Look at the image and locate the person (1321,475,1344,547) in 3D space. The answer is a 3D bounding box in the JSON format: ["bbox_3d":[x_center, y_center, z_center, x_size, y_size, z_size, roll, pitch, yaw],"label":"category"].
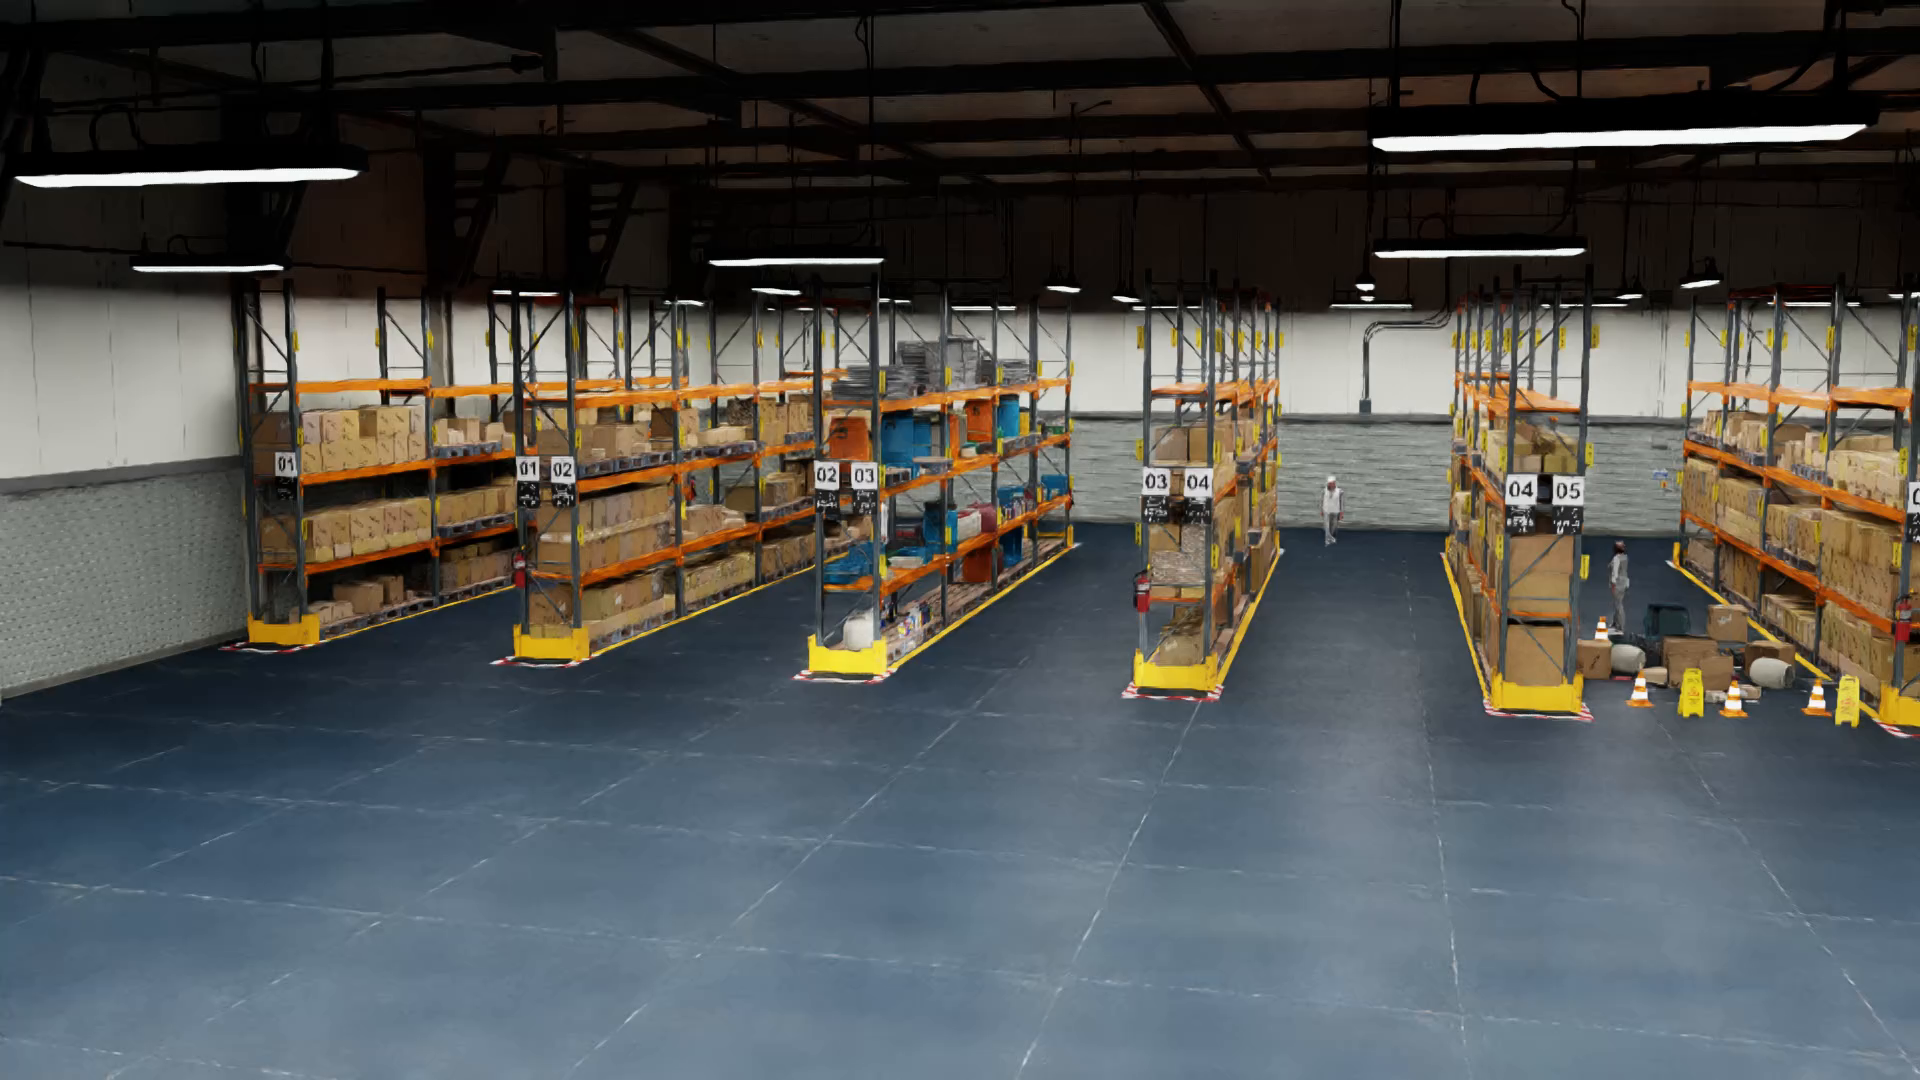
[{"bbox_3d":[9.105,-0.721,40.636,0.555,1.725,1.029,2,7,13],"label":"person"}]

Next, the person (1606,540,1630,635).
[{"bbox_3d":[11.204,0.802,28.381,0.450,1.599,0.467,7,10,44],"label":"person"}]

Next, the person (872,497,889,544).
[{"bbox_3d":[-1.640,-0.151,35.484,0.522,1.787,0.653,-1,7,-11],"label":"person"}]
